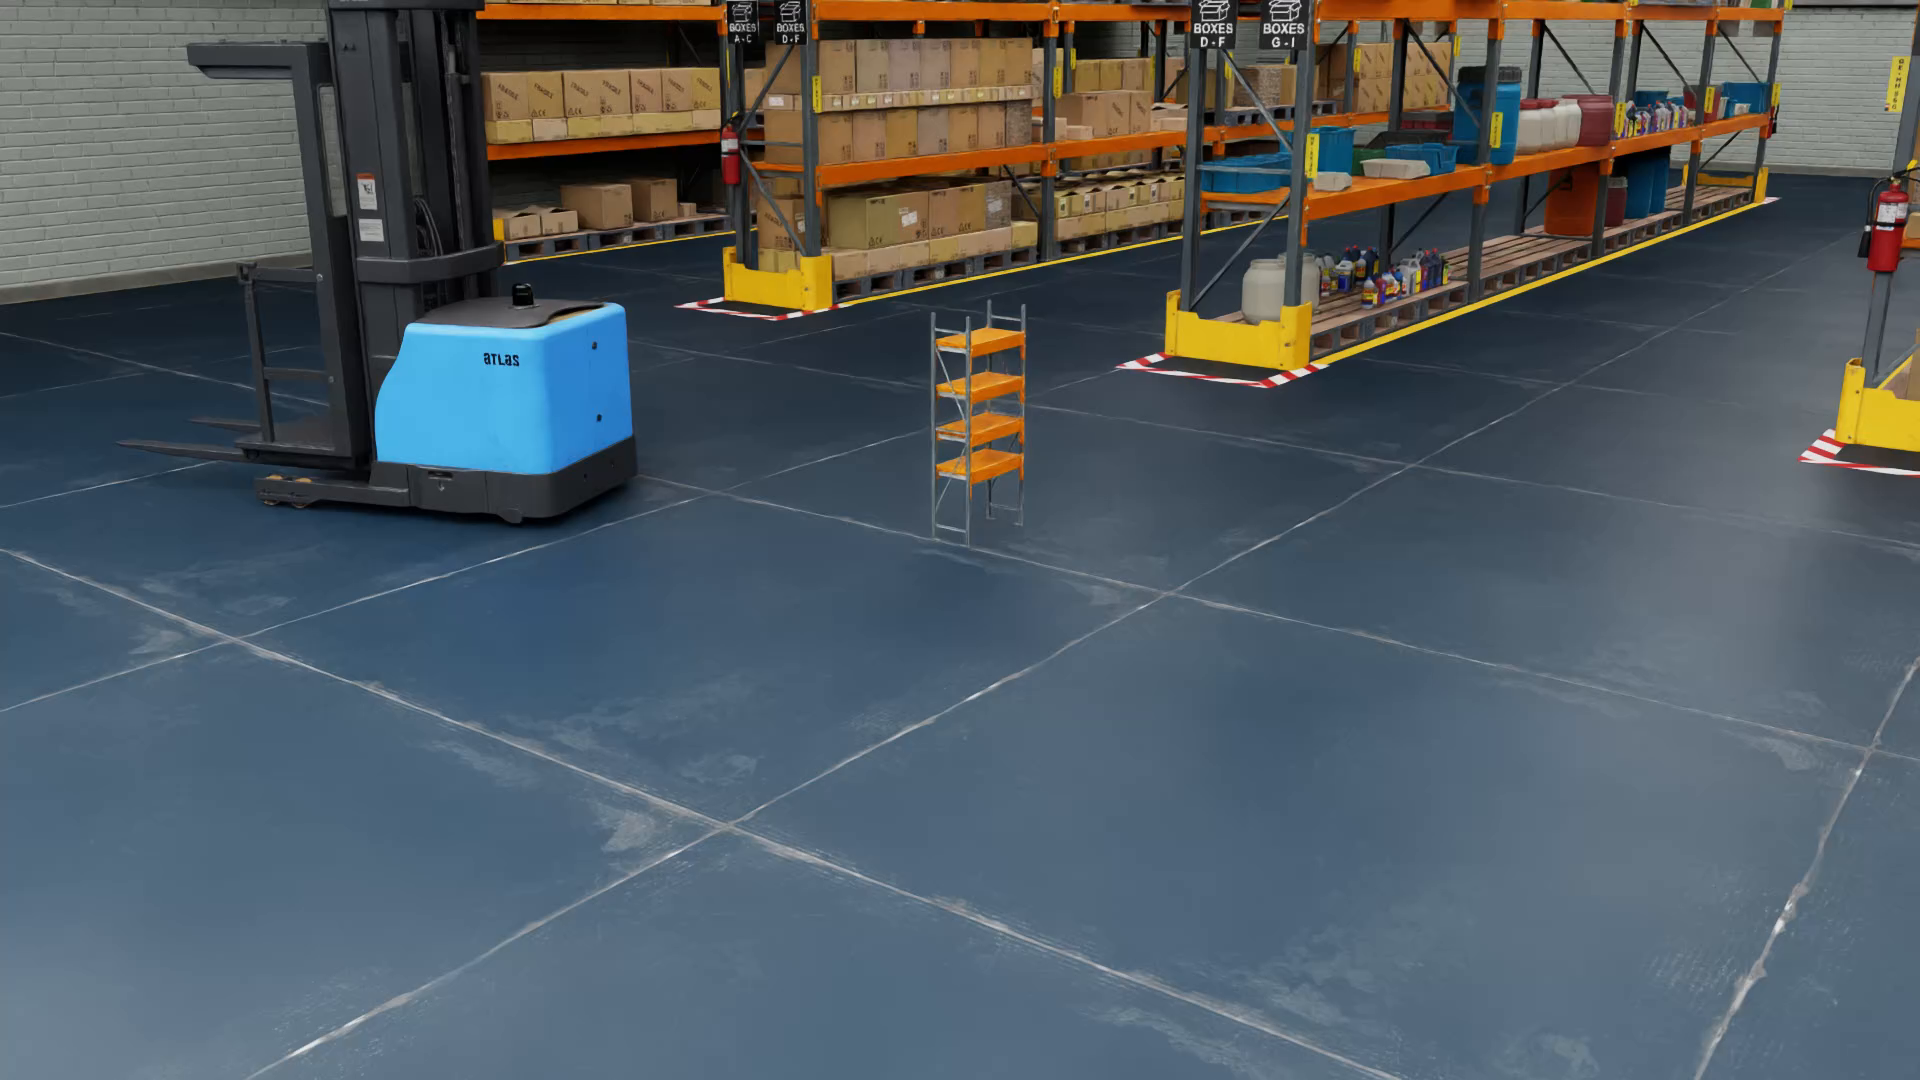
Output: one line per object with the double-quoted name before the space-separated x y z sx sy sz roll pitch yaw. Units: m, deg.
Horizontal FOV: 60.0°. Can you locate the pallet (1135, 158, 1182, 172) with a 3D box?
"pallet" 3.384 -6.894 30.589 1.003 0.211 1.213 12 21 35

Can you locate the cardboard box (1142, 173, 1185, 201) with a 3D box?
"cardboard box" 2.592 -4.513 21.200 0.500 0.311 0.500 12 21 34

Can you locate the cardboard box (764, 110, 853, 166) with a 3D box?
"cardboard box" -1.467 -3.902 16.082 0.700 0.500 0.500 12 21 35

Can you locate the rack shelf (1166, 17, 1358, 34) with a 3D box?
"rack shelf" 4.203 -7.216 23.078 1.077 0.370 4.000 12 21 35

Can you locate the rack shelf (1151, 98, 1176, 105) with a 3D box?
"rack shelf" 2.606 -7.611 29.406 1.077 0.370 4.000 12 21 35

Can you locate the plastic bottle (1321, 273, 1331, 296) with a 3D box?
"plastic bottle" 3.329 -2.328 15.160 0.097 0.201 0.097 0 17 0

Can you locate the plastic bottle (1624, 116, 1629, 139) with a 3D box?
"plastic bottle" 7.780 -4.871 19.582 0.152 0.276 0.135 12 21 35

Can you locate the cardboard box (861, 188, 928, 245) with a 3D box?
"cardboard box" -0.673 -3.320 17.040 0.500 0.500 0.500 12 21 35

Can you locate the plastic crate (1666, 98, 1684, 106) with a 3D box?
"plastic crate" 10.379 -6.243 23.970 0.416 0.233 0.300 12 21 35

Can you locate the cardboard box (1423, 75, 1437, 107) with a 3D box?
"cardboard box" 7.423 -7.325 27.105 0.500 0.500 0.500 13 21 35

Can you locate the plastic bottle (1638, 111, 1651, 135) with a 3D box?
"plastic bottle" 8.331 -5.091 20.290 0.152 0.276 0.135 12 21 35

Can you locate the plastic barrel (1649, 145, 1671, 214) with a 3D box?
"plastic barrel" 9.032 -4.799 21.970 0.600 0.901 0.708 12 21 35

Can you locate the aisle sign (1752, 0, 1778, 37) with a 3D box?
"aisle sign" 12.032 -7.887 24.699 0.394 0.787 0.004 12 21 35

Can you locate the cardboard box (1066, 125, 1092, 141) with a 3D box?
"cardboard box" 1.320 -4.753 19.414 0.380 0.149 0.250 12 21 35

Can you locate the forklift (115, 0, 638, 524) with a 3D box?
"forklift" -3.463 -1.723 9.349 3.031 2.935 1.130 5 18 17

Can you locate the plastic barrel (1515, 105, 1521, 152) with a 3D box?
"plastic barrel" 5.350 -4.076 16.581 0.433 0.535 0.433 0 17 0

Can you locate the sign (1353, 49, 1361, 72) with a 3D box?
"sign" 5.842 -7.059 24.465 0.100 0.325 0.005 12 21 35

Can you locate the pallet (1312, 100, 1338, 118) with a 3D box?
"pallet" 4.831 -6.341 24.427 1.003 0.211 1.213 12 21 35

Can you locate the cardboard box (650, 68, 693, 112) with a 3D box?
"cardboard box" -3.679 -5.581 20.613 0.500 0.500 0.500 12 21 34

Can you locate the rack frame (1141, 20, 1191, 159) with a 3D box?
"rack frame" 3.797 -8.430 30.834 1.000 3.000 0.127 12 21 35

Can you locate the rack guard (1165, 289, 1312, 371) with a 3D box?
"rack guard" 2.228 -1.702 13.380 1.175 0.500 0.348 12 21 35

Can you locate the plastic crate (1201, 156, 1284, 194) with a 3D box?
"plastic crate" 2.278 -2.970 13.501 0.499 0.251 0.616 12 21 35

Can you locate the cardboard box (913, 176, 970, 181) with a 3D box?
"cardboard box" -0.192 -3.768 18.483 0.500 0.500 0.500 12 21 35

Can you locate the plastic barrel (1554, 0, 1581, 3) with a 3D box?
"plastic barrel" 6.417 -5.797 17.528 0.301 0.262 0.301 0 17 0

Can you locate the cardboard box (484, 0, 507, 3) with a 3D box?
"cardboard box" -5.336 -6.145 18.214 0.500 0.500 0.500 13 22 36

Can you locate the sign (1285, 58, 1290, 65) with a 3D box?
"sign" 4.954 -7.111 25.124 0.100 0.325 0.005 12 21 35

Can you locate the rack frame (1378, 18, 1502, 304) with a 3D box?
"rack frame" 4.604 -3.822 15.992 1.000 3.000 0.127 12 21 35

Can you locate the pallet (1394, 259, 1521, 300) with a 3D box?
"pallet" 5.040 -2.684 17.030 1.003 0.211 1.213 12 21 35

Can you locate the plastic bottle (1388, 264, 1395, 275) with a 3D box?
"plastic bottle" 3.959 -2.388 15.215 0.061 0.283 0.133 12 21 35

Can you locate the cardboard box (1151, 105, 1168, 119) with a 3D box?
"cardboard box" 2.323 -5.429 21.319 0.500 0.311 0.500 12 21 34

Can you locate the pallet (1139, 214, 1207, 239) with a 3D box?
"pallet" 2.489 -4.130 21.686 1.003 0.211 1.213 12 21 35

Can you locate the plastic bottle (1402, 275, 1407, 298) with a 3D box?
"plastic bottle" 3.996 -2.297 15.061 0.097 0.201 0.097 0 17 0

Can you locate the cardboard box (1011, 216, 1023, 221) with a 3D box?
"cardboard box" 0.642 -3.735 19.642 0.500 0.250 0.500 12 21 34

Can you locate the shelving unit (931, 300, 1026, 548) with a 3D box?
"shelving unit" 0.099 -0.612 8.693 0.258 1.200 0.503 12 21 35

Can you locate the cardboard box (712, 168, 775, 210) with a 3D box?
"cardboard box" -2.928 -4.767 22.509 0.700 0.500 0.500 13 22 37

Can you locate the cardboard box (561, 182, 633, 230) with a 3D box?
"cardboard box" -4.435 -4.087 20.318 0.700 0.500 0.500 11 20 31

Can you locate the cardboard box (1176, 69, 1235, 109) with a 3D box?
"cardboard box" 3.296 -6.069 22.352 0.700 0.500 0.500 5 18 16

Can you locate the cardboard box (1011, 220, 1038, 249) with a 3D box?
"cardboard box" 0.527 -3.436 18.679 0.500 0.250 0.500 12 21 35

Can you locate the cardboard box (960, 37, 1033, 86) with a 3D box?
"cardboard box" 0.368 -5.258 18.263 0.700 0.500 0.500 13 21 35

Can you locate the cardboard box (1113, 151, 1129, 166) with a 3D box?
"cardboard box" 2.551 -6.885 29.365 0.700 0.500 0.500 13 21 36

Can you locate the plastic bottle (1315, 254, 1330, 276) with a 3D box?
"plastic bottle" 3.313 -2.457 15.324 0.144 0.351 0.185 13 22 37

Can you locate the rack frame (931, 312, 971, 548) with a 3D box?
"rack frame" -0.047 -0.554 8.506 0.240 1.200 0.015 12 21 35

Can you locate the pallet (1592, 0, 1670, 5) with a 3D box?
"pallet" 7.521 -6.282 19.175 1.003 0.211 1.213 12 21 35

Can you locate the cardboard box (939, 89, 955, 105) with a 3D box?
"cardboard box" -0.276 -4.587 17.194 0.380 0.149 0.250 13 22 36

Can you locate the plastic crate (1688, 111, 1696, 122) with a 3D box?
"plastic crate" 9.762 -5.715 22.434 0.396 0.136 0.243 12 21 35

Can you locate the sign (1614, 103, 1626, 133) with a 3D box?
"sign" 7.433 -4.757 18.729 0.100 0.325 0.005 12 21 35

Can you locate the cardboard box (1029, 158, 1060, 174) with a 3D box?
"cardboard box" 1.131 -6.474 27.450 0.750 0.750 0.750 13 21 35

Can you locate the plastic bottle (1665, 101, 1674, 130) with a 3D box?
"plastic bottle" 8.975 -5.383 21.103 0.144 0.351 0.185 12 21 35

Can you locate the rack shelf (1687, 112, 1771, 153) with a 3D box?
"rack shelf" 10.562 -5.860 23.769 1.077 0.370 4.000 12 21 35

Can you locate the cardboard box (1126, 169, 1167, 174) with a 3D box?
"cardboard box" 2.463 -4.733 21.910 0.500 0.311 0.500 13 22 37

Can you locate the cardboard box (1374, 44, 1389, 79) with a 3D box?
"cardboard box" 6.208 -7.314 25.384 0.500 0.500 0.500 12 21 33

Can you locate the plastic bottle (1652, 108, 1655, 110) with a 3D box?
"plastic bottle" 8.766 -5.325 21.051 0.097 0.271 0.097 0 17 0

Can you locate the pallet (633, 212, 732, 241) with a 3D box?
"pallet" -3.725 -4.074 21.508 1.003 0.211 1.213 12 21 35
